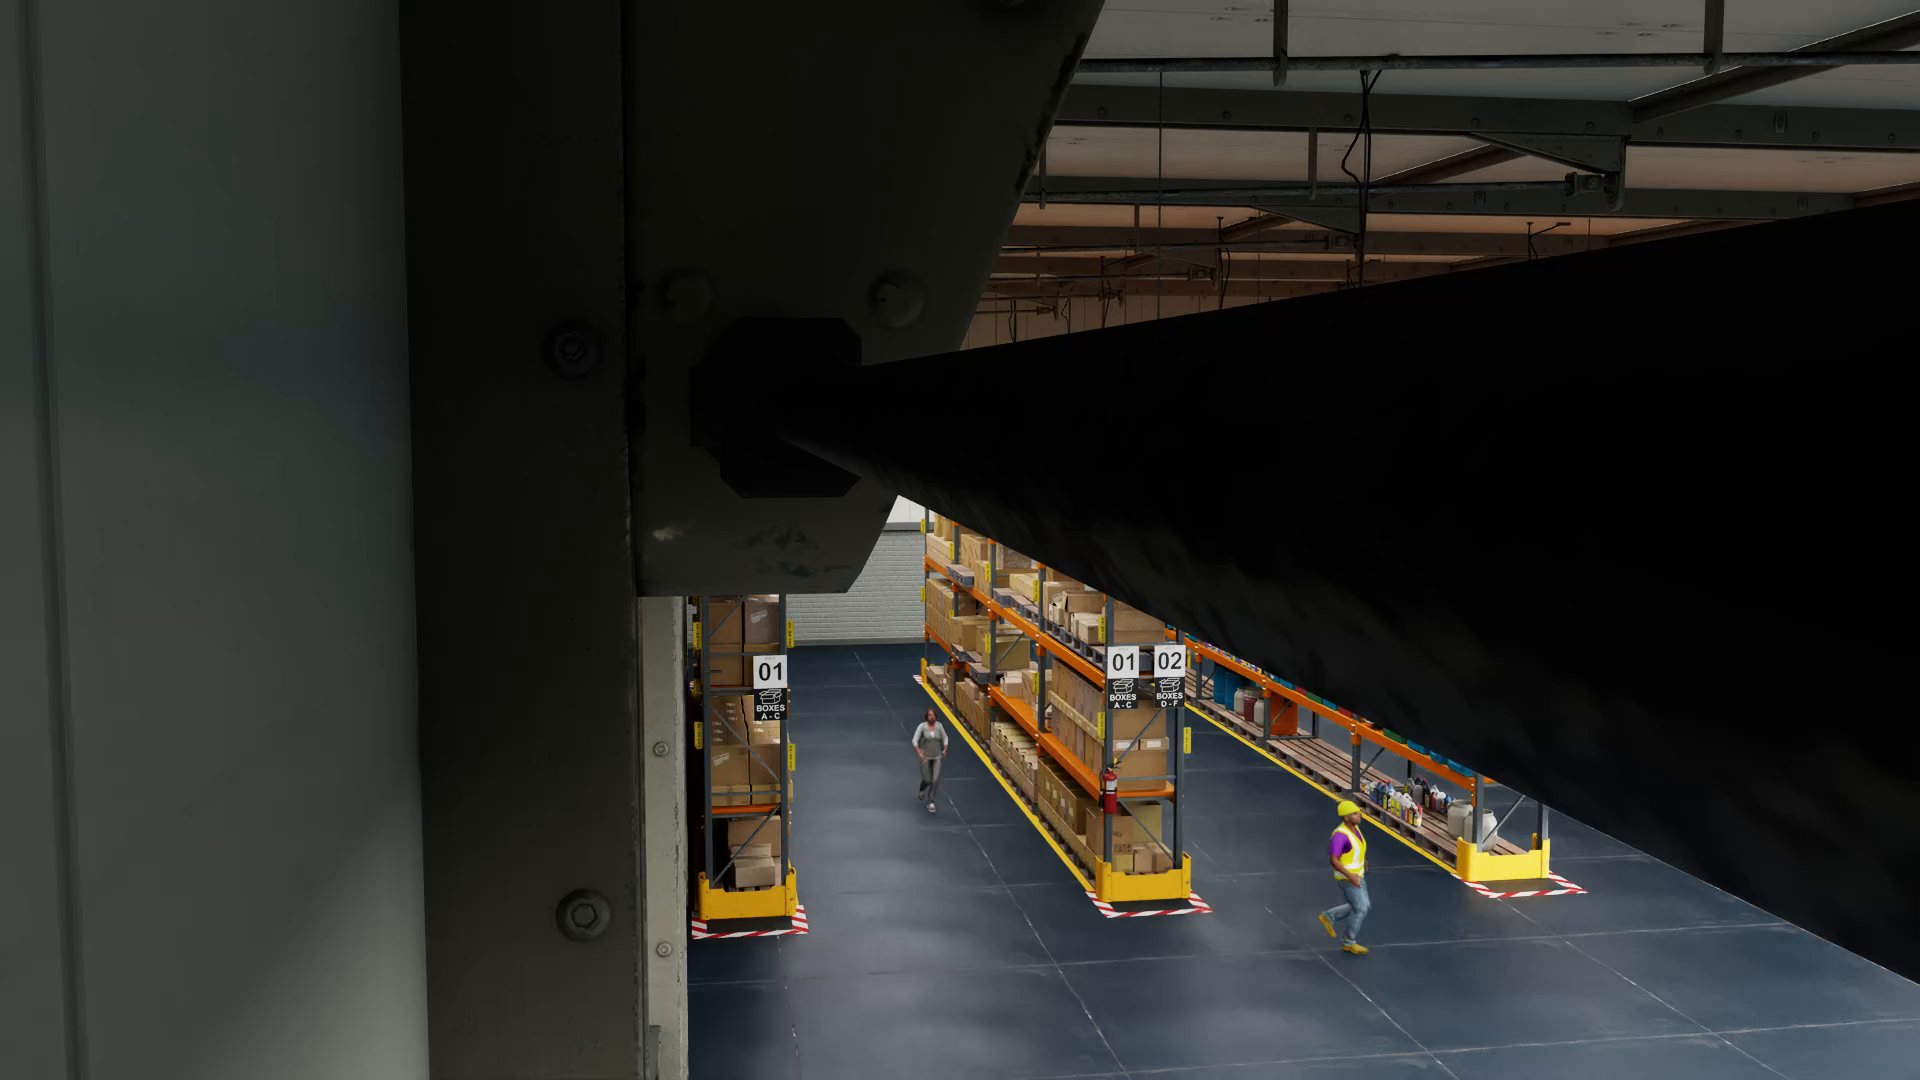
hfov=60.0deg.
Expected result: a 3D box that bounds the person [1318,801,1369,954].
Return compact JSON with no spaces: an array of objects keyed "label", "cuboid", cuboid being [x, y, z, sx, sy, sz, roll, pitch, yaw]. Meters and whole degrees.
[{"label":"person","cuboid":[4.368,3.812,18.903,0.582,1.735,0.677,2,6,25]}]

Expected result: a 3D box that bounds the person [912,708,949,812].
[{"label":"person","cuboid":[-0.449,3.327,25.375,0.559,1.575,0.539,-1,5,-14]}]
